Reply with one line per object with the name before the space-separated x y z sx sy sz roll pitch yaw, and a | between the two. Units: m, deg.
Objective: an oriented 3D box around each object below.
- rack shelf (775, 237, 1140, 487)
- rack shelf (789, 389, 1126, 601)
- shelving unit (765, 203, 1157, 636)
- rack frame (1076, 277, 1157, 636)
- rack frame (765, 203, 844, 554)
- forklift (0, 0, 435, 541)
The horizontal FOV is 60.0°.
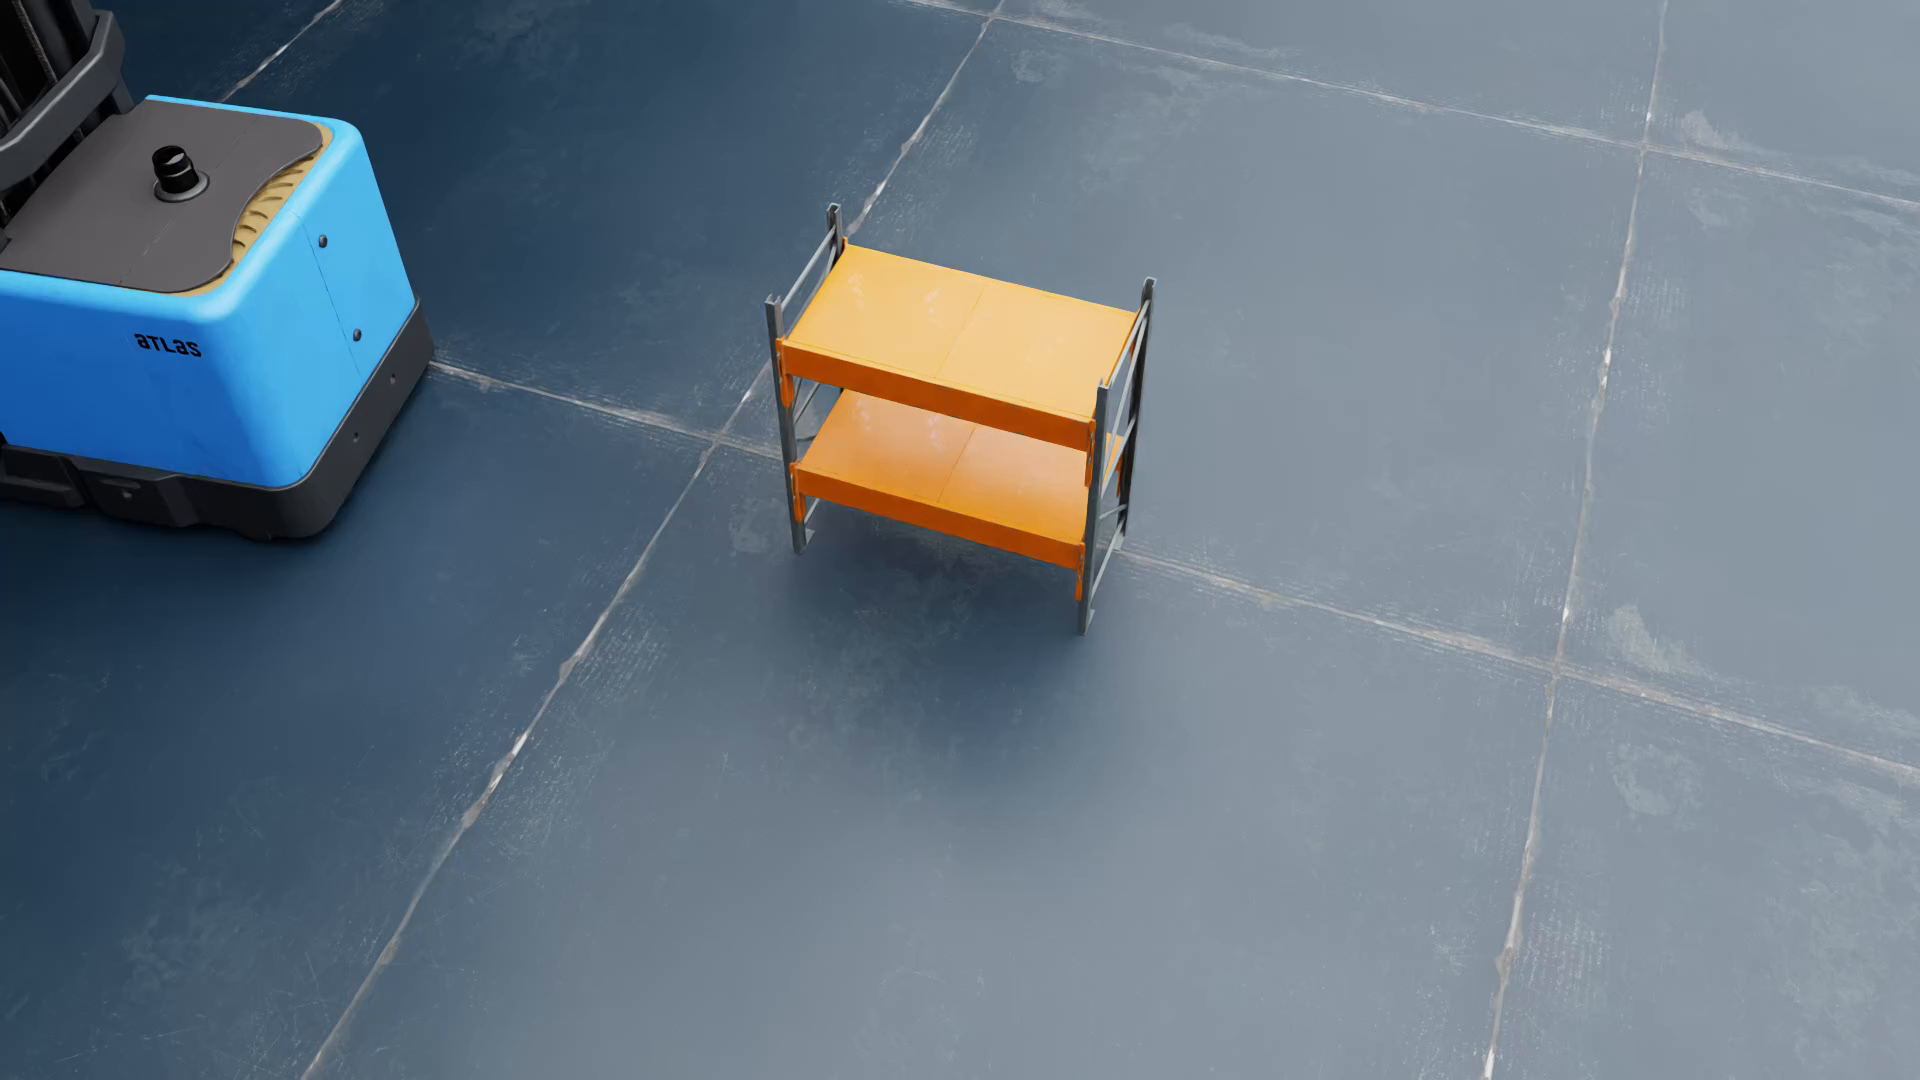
rack shelf | 0.006 -0.558 5.102 1.000 0.278 0.538 16 51 13
rack shelf | 0.006 -0.206 5.508 1.000 0.278 0.538 16 51 13
shelving unit | 0.006 -0.367 5.323 1.048 1.125 0.538 16 51 13
rack frame | 0.483 -0.234 5.208 0.032 1.125 0.500 16 51 13
rack frame | -0.471 -0.500 5.439 0.032 1.125 0.500 16 51 13
forklift | -3.552 -1.528 5.135 3.031 2.935 1.130 9 50 8
